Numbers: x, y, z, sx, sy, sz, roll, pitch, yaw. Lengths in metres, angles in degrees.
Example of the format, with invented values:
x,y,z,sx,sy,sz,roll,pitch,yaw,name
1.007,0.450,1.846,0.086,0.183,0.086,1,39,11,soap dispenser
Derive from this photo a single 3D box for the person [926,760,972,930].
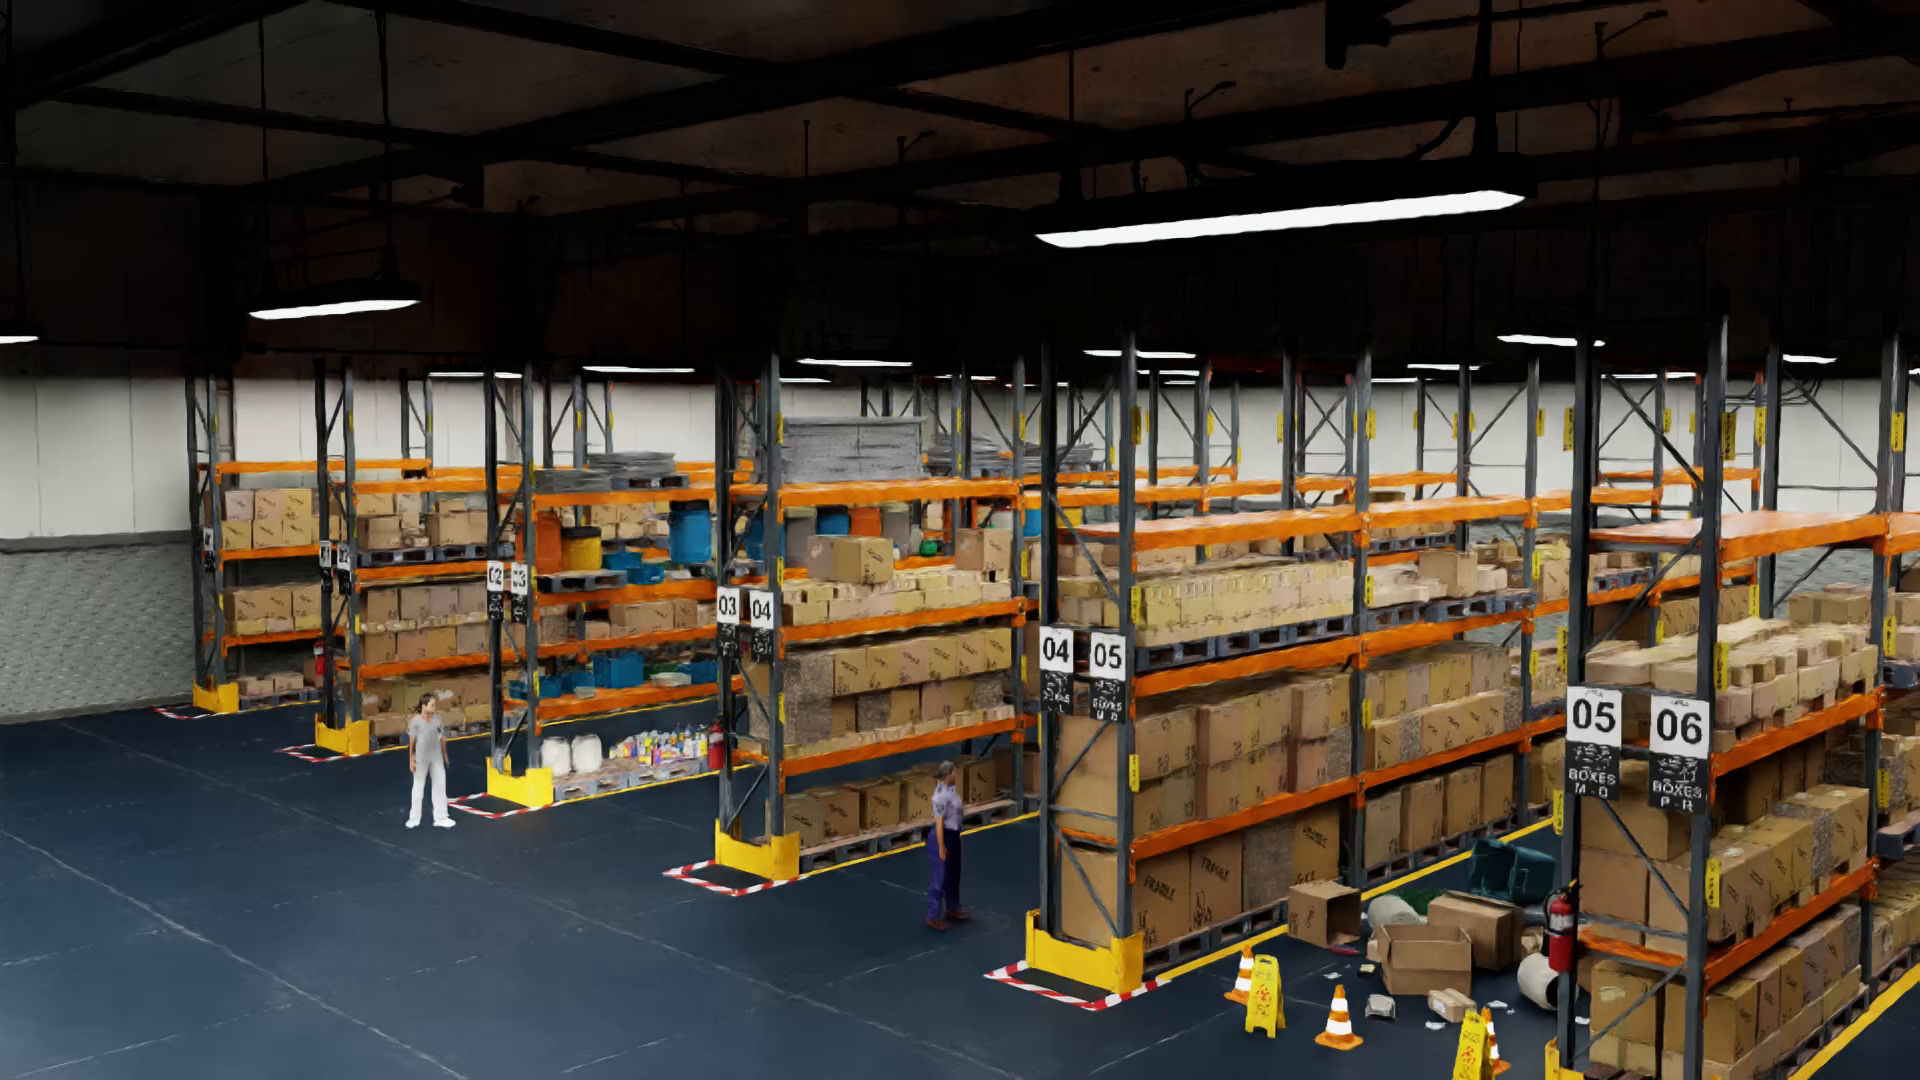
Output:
x,y,z,sx,sy,sz,roll,pitch,yaw,name
-0.110,3.049,16.786,0.418,1.651,0.533,1,4,13,person

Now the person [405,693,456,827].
x,y,z,sx,sy,sz,roll,pitch,yaw,name
-6.642,2.737,20.698,0.552,1.672,0.477,-4,6,-41,person
